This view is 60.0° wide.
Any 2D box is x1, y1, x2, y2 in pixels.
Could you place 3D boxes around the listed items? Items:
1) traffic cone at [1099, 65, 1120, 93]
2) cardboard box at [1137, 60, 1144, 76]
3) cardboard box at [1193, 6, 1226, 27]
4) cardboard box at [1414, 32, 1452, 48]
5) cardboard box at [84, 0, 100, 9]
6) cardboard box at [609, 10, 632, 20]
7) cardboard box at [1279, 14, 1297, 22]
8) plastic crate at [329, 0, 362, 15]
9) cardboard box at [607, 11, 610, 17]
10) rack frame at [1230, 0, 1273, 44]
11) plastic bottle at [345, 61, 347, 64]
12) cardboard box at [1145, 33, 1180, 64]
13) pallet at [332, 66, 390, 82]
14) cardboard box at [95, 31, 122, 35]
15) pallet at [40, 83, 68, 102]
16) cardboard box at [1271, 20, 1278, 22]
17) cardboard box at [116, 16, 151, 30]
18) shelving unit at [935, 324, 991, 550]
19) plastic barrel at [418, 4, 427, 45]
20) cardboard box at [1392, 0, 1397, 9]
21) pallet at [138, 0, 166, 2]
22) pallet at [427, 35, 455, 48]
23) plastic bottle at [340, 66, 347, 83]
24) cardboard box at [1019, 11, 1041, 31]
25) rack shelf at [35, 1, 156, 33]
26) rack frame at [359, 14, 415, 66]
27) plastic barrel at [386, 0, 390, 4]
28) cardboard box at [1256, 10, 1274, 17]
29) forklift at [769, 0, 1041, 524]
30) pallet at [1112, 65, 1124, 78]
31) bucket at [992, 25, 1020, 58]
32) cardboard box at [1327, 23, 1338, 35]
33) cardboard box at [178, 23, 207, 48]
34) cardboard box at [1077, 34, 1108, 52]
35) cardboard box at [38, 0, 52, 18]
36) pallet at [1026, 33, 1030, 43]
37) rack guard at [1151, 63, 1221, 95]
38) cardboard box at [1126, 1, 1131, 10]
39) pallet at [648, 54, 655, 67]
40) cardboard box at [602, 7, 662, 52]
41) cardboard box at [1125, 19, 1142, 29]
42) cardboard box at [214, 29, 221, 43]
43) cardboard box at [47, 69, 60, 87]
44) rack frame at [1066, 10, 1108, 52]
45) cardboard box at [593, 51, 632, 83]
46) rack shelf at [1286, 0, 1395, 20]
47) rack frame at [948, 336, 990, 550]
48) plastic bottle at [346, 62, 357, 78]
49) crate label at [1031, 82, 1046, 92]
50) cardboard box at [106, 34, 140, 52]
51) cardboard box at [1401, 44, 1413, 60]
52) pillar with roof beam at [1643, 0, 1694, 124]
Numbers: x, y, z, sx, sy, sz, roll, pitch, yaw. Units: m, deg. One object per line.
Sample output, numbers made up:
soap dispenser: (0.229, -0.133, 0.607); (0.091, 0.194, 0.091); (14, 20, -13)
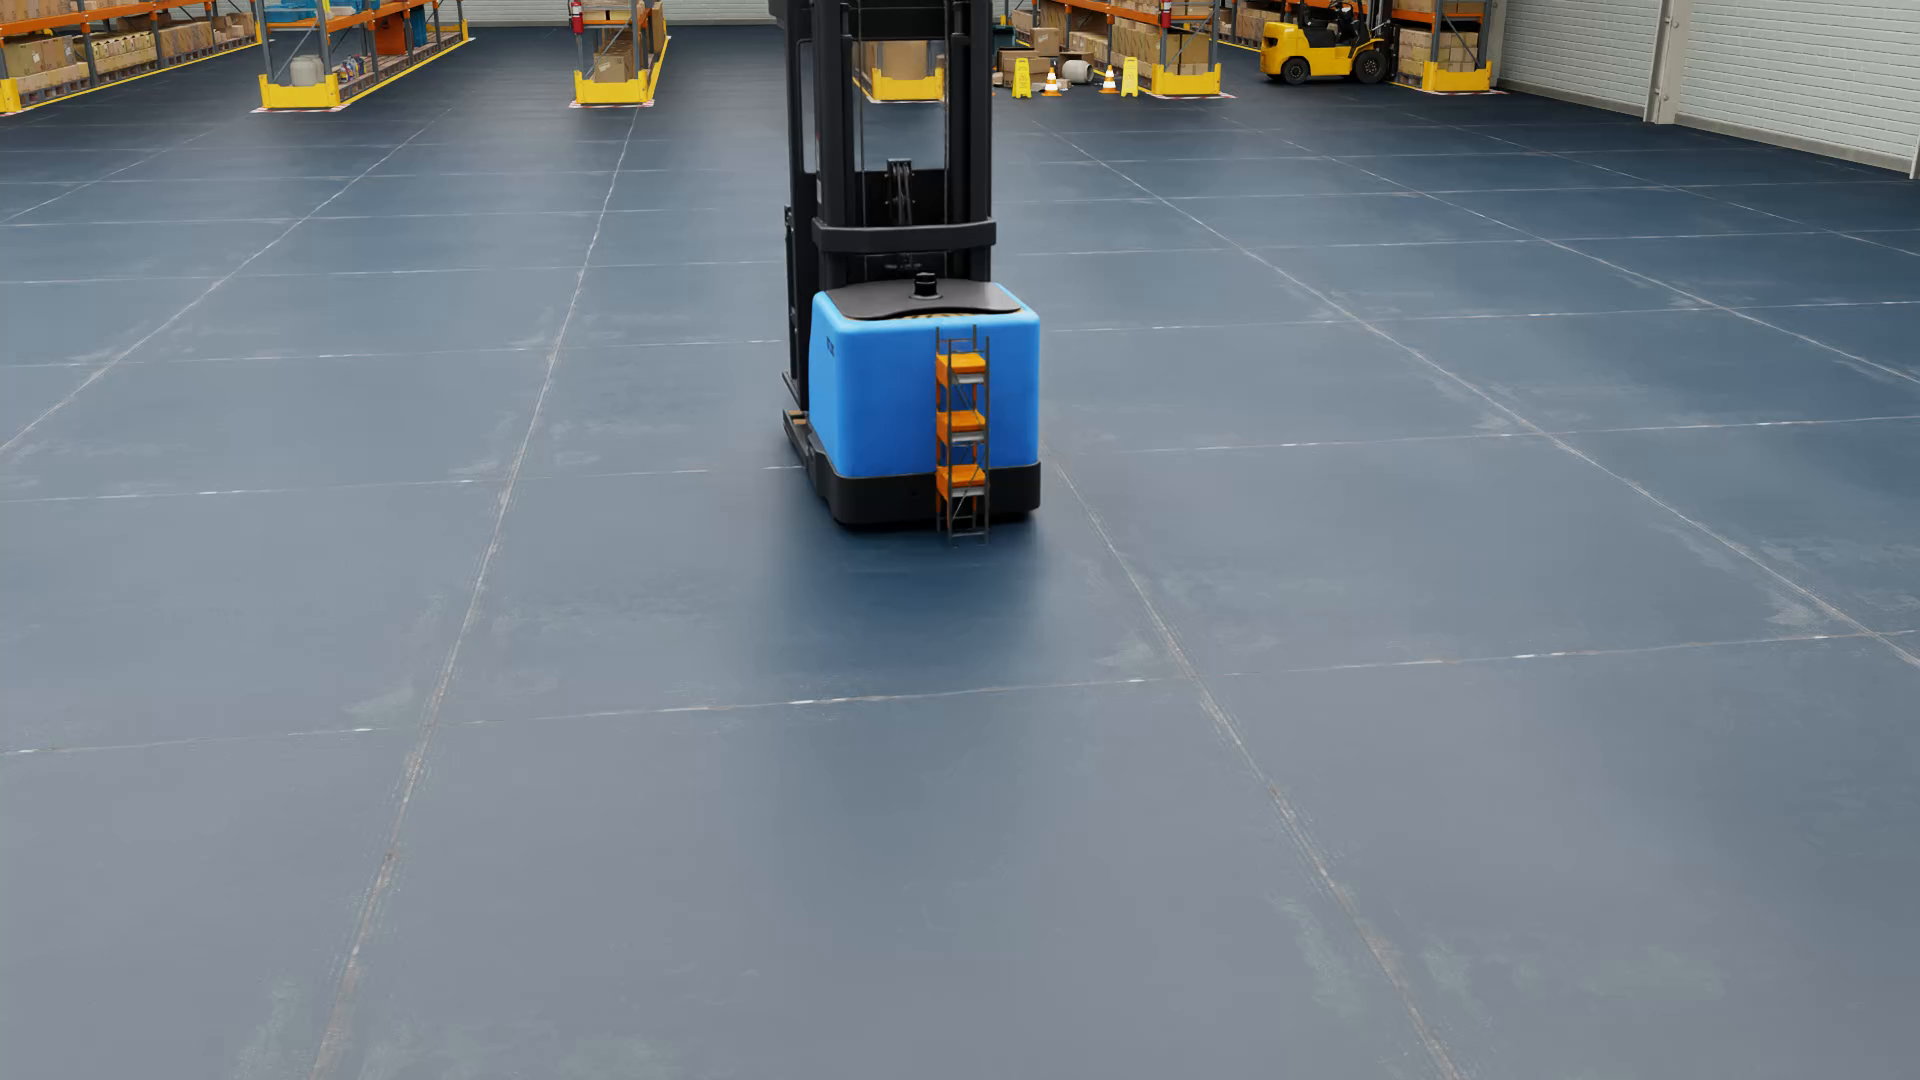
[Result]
traffic cone: (2.642, -8.139, 29.347); (0.336, 0.463, 0.334); (-3, 21, -8)
cardboard box: (3.531, -8.599, 30.281); (0.500, 0.250, 0.500); (-3, 21, -8)
cardboard box: (6.579, -13.846, 43.968); (0.797, 0.503, 0.637); (-4, 21, -10)
cardboard box: (8.516, -9.016, 29.970); (0.500, 0.250, 0.500); (-2, 21, -6)
cardboard box: (-16.377, -10.127, 30.899); (0.500, 0.500, 0.500); (-1, 21, -4)
cardboard box: (-5.632, -8.737, 27.681); (0.380, 0.149, 0.250); (-3, 21, -8)
cardboard box: (7.416, -11.753, 37.442); (0.380, 0.149, 0.250); (-4, 21, -10)
plastic crate: (-10.876, -9.440, 29.416); (0.499, 0.251, 0.616); (-3, 21, -8)
cardboard box: (-6.210, -9.061, 28.548); (0.380, 0.149, 0.250); (-3, 21, -8)
rack frame: (7.162, -13.650, 40.476); (1.000, 3.000, 0.127); (-3, 21, -8)
plastic bottle: (-10.950, -8.412, 29.705); (0.061, 0.283, 0.133); (-3, 21, -8)
cardboard box: (3.607, -8.768, 29.662); (0.500, 0.500, 0.500); (-3, 21, -7)
pallet: (-11.456, -8.843, 31.590); (1.003, 0.211, 1.213); (-3, 21, -8)
cardboard box: (-16.998, -9.991, 33.207); (0.500, 0.311, 0.500); (-2, 21, -6)
pallet: (-15.954, -7.624, 28.326); (1.003, 0.211, 1.213); (-3, 21, -8)
cardboard box: (7.403, -11.600, 37.961); (0.500, 0.500, 0.500); (-3, 21, -9)
cardboard box: (-17.162, -10.733, 34.538); (0.500, 0.250, 0.500); (-2, 21, -6)
shelving unit: (0.011, -0.495, 8.041); (0.215, 1.050, 0.252); (-5, 21, -13)
plastic barrel: (-12.396, -11.673, 37.583); (0.600, 0.901, 0.708); (-3, 21, -8)
cardboard box: (8.338, -10.230, 31.177); (0.500, 0.500, 0.500); (-3, 21, -7)
pallet: (-16.950, -11.157, 34.075); (1.213, 0.211, 1.003); (-3, 21, -8)
pallet: (-12.781, -12.019, 40.093); (1.003, 0.211, 1.213); (-3, 21, -8)
plastic bottle: (-10.681, -8.066, 28.795); (0.097, 0.271, 0.097); (0, 20, 0)
cardboard box: (2.008, -13.240, 42.440); (0.875, 0.438, 0.875); (-2, 21, -6)
rack shelf: (-16.495, -9.986, 31.694); (1.077, 0.370, 4.000); (-3, 21, -8)
rack frame: (-11.881, -11.264, 34.088); (1.000, 3.000, 0.127); (-3, 21, -8)
plastic barrel: (-11.460, -10.825, 32.753); (0.421, 0.512, 0.421); (0, 20, 0)
cardboard box: (7.200, -12.393, 39.156); (0.380, 0.149, 0.250); (-2, 21, -6)
forklift: (-0.426, -1.933, 9.202); (1.130, 2.935, 3.031); (-5, 21, -12)
pallet: (3.535, -9.092, 32.257); (1.003, 0.211, 1.213); (-3, 21, -8)
bucket: (0.821, -9.592, 32.117); (0.726, 0.611, 0.620); (4, 11, 11)
cardboard box: (8.124, -10.414, 34.605); (0.875, 0.625, 0.625); (-3, 21, -8)
cardboard box: (-16.942, -11.108, 36.612); (0.500, 0.500, 0.500); (-3, 21, -8)
cardboard box: (3.013, -10.528, 35.273); (0.950, 0.372, 0.625); (-3, 21, -9)
cardboard box: (-15.985, -9.168, 28.332); (0.700, 0.500, 0.500); (-3, 21, -7)
pallet: (2.218, -12.360, 41.006); (1.003, 0.211, 1.213); (-3, 21, -8)
rack guard: (3.969, -8.099, 29.186); (1.175, 0.500, 0.348); (-3, 21, -8)
cardboard box: (3.307, -9.942, 30.908); (0.380, 0.149, 0.250); (-3, 21, -7)
pallet: (-6.868, -9.937, 34.520); (1.003, 0.211, 1.213); (-3, 21, -8)
cardboard box: (-7.058, -10.955, 35.697); (1.225, 0.875, 0.875); (-4, 21, -10)
cardboard box: (3.298, -9.657, 31.117); (0.380, 0.149, 0.250); (-2, 21, -5)
cardboard box: (-17.206, -11.503, 37.942); (0.500, 0.311, 0.500); (-3, 21, -8)
cardboard box: (-15.702, -7.871, 28.332); (0.500, 0.250, 0.500); (-3, 21, -8)
rack frame: (2.827, -12.014, 36.095); (1.000, 3.000, 0.127); (-3, 21, -8)
cardboard box: (-6.020, -8.192, 28.835); (0.500, 0.500, 0.500); (2, 21, 6)
rack shelf: (8.027, -11.236, 35.040); (1.077, 0.370, 4.000); (-3, 21, -8)
rack frame: (0.041, -0.453, 7.930); (0.200, 1.050, 0.008); (-5, 21, -13)
plastic bottle: (-10.832, -8.366, 29.593); (0.152, 0.276, 0.135); (-3, 21, -7)
crate label: (1.418, -8.082, 29.659); (0.250, 0.136, 0.298); (-15, 25, -35)
cardboard box: (-16.312, -9.663, 32.330); (0.500, 0.311, 0.500); (-3, 21, -8)
cardboard box: (8.450, -8.965, 30.548); (0.500, 0.250, 0.500); (-3, 21, -8)
pillar with roof beam: (6.288, -10.298, 22.926); (9.100, 9.000, 0.400); (-3, 21, -8)
